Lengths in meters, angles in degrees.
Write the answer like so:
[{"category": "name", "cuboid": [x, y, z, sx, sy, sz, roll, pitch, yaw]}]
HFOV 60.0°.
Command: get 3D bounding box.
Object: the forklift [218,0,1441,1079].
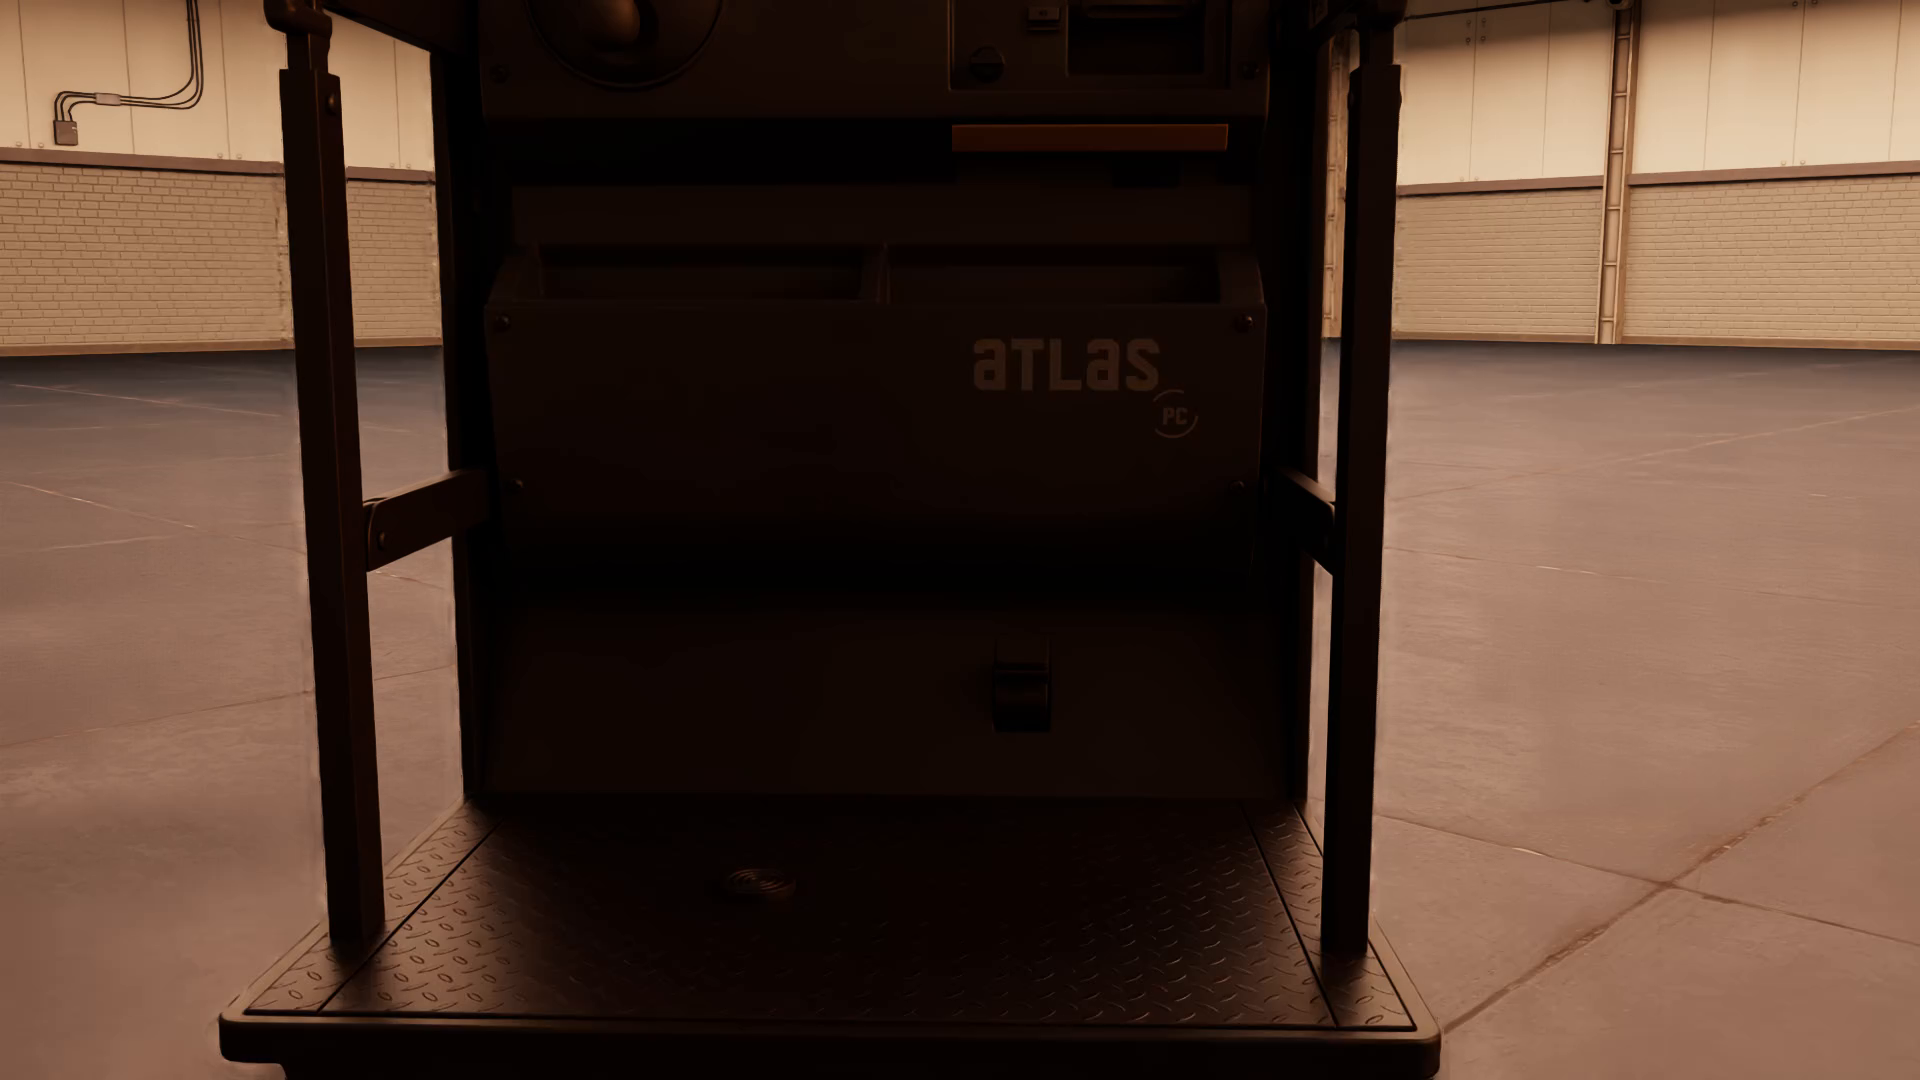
[{"category": "forklift", "cuboid": [-0.106, -0.736, 1.760, 1.130, 2.935, 3.031, 0, 9, 2]}]
